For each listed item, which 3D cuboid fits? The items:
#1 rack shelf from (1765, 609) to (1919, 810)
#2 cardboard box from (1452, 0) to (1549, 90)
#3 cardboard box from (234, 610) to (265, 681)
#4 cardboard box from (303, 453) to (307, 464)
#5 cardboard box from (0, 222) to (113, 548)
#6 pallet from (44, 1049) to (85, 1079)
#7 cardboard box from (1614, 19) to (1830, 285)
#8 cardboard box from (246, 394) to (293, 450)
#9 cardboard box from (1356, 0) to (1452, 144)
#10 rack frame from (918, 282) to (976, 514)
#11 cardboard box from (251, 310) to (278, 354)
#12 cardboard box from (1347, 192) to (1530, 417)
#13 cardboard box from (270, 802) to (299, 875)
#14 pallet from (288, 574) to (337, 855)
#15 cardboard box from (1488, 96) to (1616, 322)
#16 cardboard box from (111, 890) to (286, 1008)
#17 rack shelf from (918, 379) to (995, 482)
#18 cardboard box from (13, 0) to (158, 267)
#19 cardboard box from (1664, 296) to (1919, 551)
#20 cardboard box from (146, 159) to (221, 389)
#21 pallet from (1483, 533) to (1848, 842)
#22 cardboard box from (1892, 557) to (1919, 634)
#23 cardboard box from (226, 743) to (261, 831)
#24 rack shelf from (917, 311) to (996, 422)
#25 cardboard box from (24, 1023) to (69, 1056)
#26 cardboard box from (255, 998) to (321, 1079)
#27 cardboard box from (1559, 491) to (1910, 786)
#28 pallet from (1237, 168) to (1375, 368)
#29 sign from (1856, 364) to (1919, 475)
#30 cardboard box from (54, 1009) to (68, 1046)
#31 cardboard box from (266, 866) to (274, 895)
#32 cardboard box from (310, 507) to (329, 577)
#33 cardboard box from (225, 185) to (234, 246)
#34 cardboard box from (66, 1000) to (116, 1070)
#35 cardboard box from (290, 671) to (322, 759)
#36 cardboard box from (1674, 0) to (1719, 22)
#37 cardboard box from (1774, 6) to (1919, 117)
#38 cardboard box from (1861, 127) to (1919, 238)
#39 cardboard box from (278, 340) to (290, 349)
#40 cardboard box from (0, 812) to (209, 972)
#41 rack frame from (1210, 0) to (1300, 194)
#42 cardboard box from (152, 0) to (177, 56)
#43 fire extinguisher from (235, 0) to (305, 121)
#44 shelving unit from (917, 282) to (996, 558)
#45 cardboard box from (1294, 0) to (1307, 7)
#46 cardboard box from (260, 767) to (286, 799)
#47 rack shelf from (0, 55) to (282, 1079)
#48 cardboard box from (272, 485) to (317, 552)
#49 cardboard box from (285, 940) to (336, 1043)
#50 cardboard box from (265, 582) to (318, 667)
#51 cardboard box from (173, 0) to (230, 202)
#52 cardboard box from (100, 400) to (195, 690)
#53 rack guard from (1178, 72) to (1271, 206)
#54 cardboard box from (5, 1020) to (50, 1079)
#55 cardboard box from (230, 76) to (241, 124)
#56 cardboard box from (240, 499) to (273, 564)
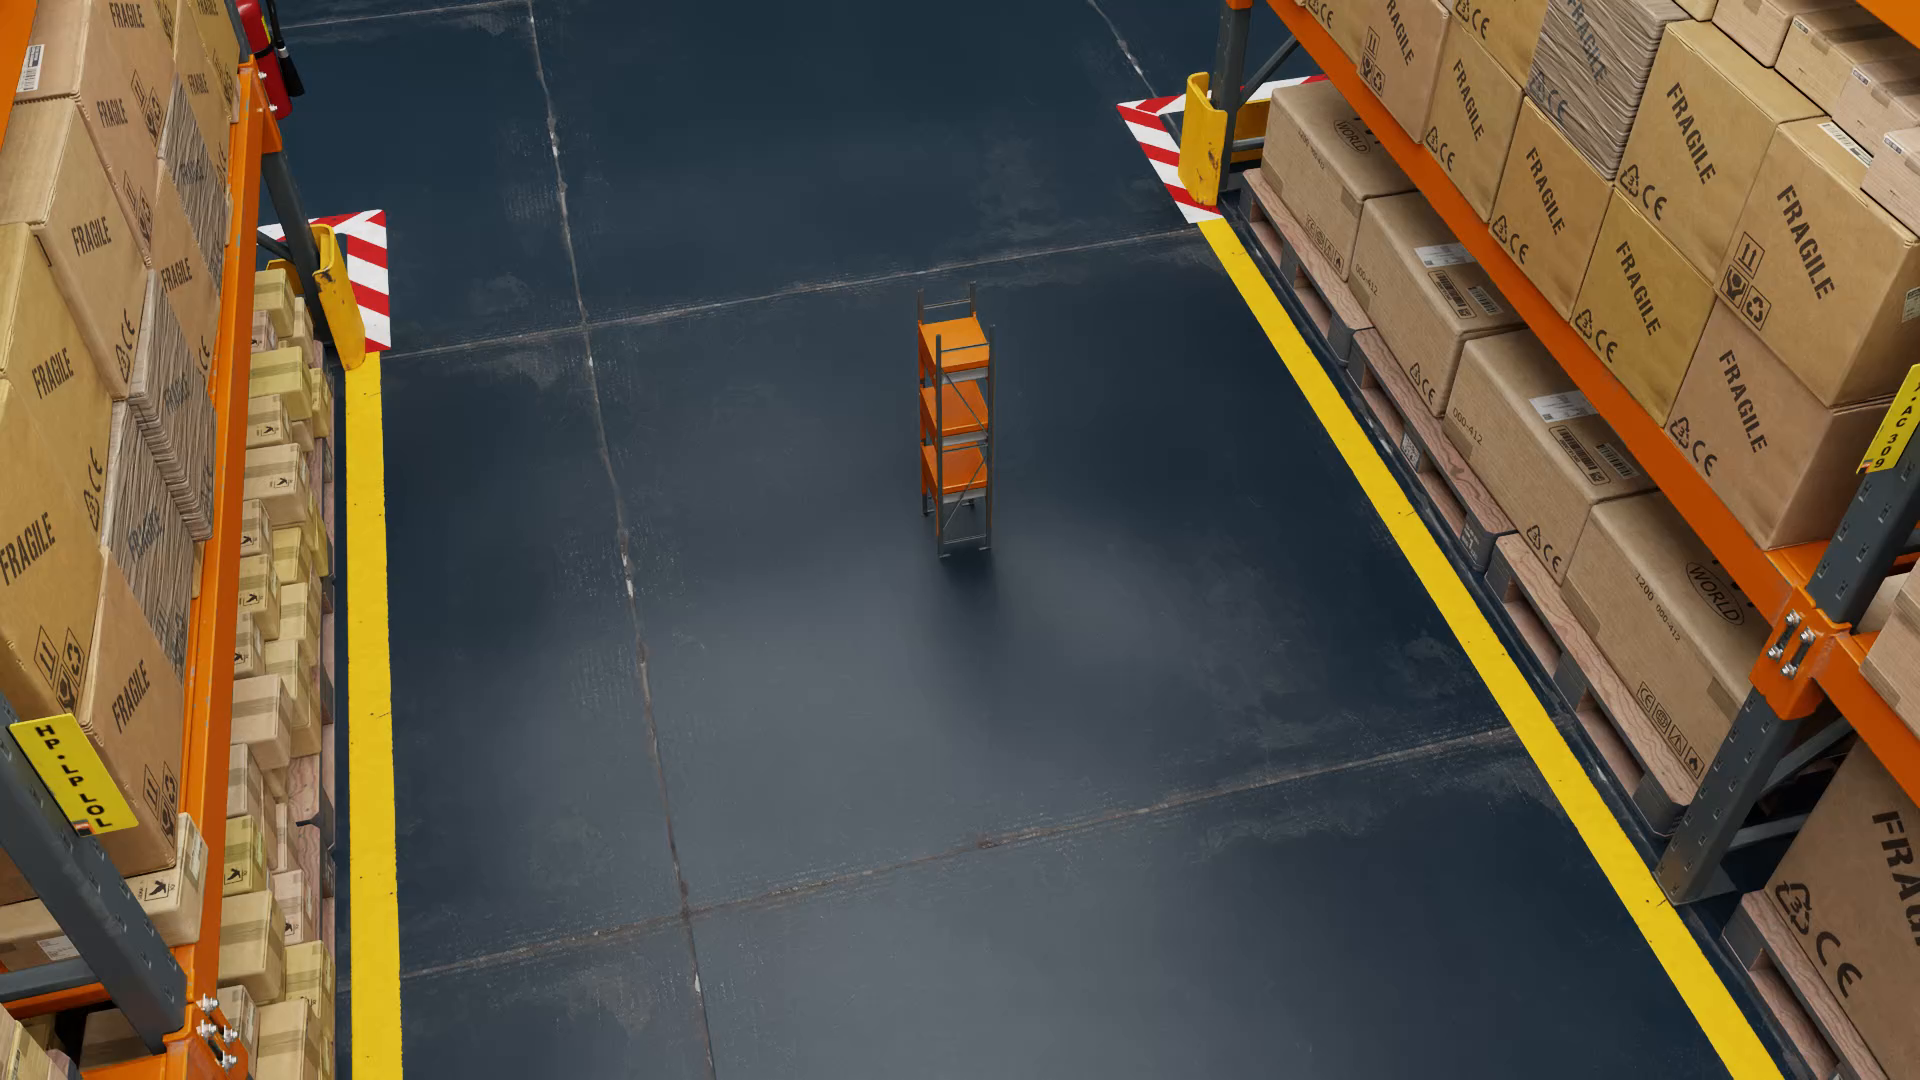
[{"bbox_3d":[3.179,1.585,3.100,1.077,0.370,4.000,-11,47,-10],"label":"rack shelf"},{"bbox_3d":[1.898,-1.757,5.102,0.500,0.500,0.500,-11,47,-10],"label":"cardboard box"},{"bbox_3d":[-2.330,0.388,5.055,0.380,0.149,0.250,-12,47,-12],"label":"cardboard box"},{"bbox_3d":[-2.631,-0.301,6.147,0.380,0.149,0.250,-11,47,-11],"label":"cardboard box"},{"bbox_3d":[-2.119,-0.273,3.439,0.500,0.500,0.500,-12,47,-12],"label":"cardboard box"},{"bbox_3d":[-2.037,1.549,2.766,1.003,0.211,1.213,-11,47,-10],"label":"pallet"},{"bbox_3d":[2.158,-1.060,4.418,0.500,0.500,0.500,-11,47,-11],"label":"cardboard box"},{"bbox_3d":[-2.532,-0.343,5.771,0.380,0.149,0.250,-12,47,-12],"label":"cardboard box"},{"bbox_3d":[1.758,-1.762,5.806,0.500,0.500,0.500,-11,47,-11],"label":"cardboard box"},{"bbox_3d":[-0.045,-0.489,5.994,0.200,1.050,0.008,-11,47,-10],"label":"rack frame"},{"bbox_3d":[-2.727,-0.689,6.110,0.380,0.149,0.250,-10,46,-10],"label":"cardboard box"},{"bbox_3d":[2.151,-0.992,6.622,0.875,0.438,0.875,-10,46,-9],"label":"cardboard box"},{"bbox_3d":[-2.170,0.956,4.915,0.380,0.149,0.250,-12,47,-11],"label":"cardboard box"},{"bbox_3d":[-2.614,0.602,5.512,1.003,0.211,1.213,-11,47,-10],"label":"pallet"},{"bbox_3d":[2.022,-1.055,5.113,0.500,0.500,0.500,-11,47,-11],"label":"cardboard box"},{"bbox_3d":[-1.993,1.093,4.364,0.380,0.149,0.250,-9,46,-8],"label":"cardboard box"},{"bbox_3d":[-0.014,-0.397,5.919,0.215,0.259,0.240,-11,47,-10],"label":"rack shelf"},{"bbox_3d":[-2.348,-0.981,4.133,0.500,0.500,0.500,-12,47,-12],"label":"cardboard box"},{"bbox_3d":[2.302,-0.356,4.429,0.500,0.500,0.500,-10,46,-10],"label":"cardboard box"},{"bbox_3d":[-2.368,-0.659,4.518,0.500,0.500,0.500,-9,46,-8],"label":"cardboard box"},{"bbox_3d":[2.548,0.389,5.721,1.003,0.211,1.213,-11,47,-10],"label":"pallet"},{"bbox_3d":[2.507,0.185,3.723,0.500,0.250,0.500,-12,47,-11],"label":"cardboard box"},{"bbox_3d":[-2.194,0.752,4.699,0.380,0.149,0.250,-12,47,-11],"label":"cardboard box"},{"bbox_3d":[-0.014,-0.596,5.716,0.215,0.259,0.240,-11,47,-10],"label":"rack shelf"},{"bbox_3d":[-2.435,1.372,4.091,0.380,0.149,0.250,-9,46,-9],"label":"cardboard box"},{"bbox_3d":[-1.875,1.365,4.306,0.380,0.149,0.250,-9,46,-8],"label":"cardboard box"},{"bbox_3d":[2.610,0.249,5.406,0.875,0.438,0.875,-11,47,-11],"label":"cardboard box"},{"bbox_3d":[1.924,-1.295,7.372,1.003,0.211,1.213,-11,47,-10],"label":"pallet"},{"bbox_3d":[2.131,-0.276,3.758,0.100,0.325,0.005,-11,47,-10],"label":"sign"},{"bbox_3d":[-2.561,1.330,4.340,0.380,0.149,0.250,-13,47,-12],"label":"cardboard box"},{"bbox_3d":[-2.124,1.045,4.619,0.380,0.149,0.250,-11,47,-11],"label":"cardboard box"},{"bbox_3d":[-2.430,0.032,5.821,0.380,0.149,0.250,-13,47,-12],"label":"cardboard box"},{"bbox_3d":[-2.565,-1.052,5.357,0.380,0.149,0.250,-10,46,-9],"label":"cardboard box"},{"bbox_3d":[-2.507,1.375,4.504,0.380,0.149,0.250,-10,46,-9],"label":"cardboard box"},{"bbox_3d":[-2.246,0.580,5.284,0.380,0.149,0.250,-12,47,-11],"label":"cardboard box"},{"bbox_3d":[2.083,-1.528,4.423,0.380,0.149,0.250,-11,47,-11],"label":"cardboard box"},{"bbox_3d":[2.264,-1.190,4.092,0.380,0.149,0.250,-11,47,-10],"label":"cardboard box"},{"bbox_3d":[2.281,-0.814,3.723,0.380,0.149,0.250,-12,47,-11],"label":"cardboard box"},{"bbox_3d":[-2.690,-0.585,6.217,0.380,0.149,0.250,-12,47,-11],"label":"cardboard box"},{"bbox_3d":[-1.848,0.760,3.581,0.380,0.149,0.250,-9,46,-9],"label":"cardboard box"},{"bbox_3d":[1.643,-2.809,6.903,1.000,3.000,0.127,-11,47,-10],"label":"rack frame"},{"bbox_3d":[-2.629,-1.703,4.841,0.500,0.500,0.500,-12,47,-12],"label":"cardboard box"},{"bbox_3d":[-2.734,-1.935,6.361,0.296,0.674,0.183,-11,47,-10],"label":"fire extinguisher"},{"bbox_3d":[-0.014,-0.404,5.911,0.215,1.050,0.252,-11,47,-10],"label":"shelving unit"},{"bbox_3d":[1.489,-2.460,6.491,0.500,0.500,0.500,-11,47,-11],"label":"cardboard box"},{"bbox_3d":[-2.238,0.664,4.993,0.380,0.149,0.250,-9,46,-8],"label":"cardboard box"},{"bbox_3d":[-2.604,-0.202,4.851,1.077,0.370,4.000,-11,47,-10],"label":"rack shelf"},{"bbox_3d":[-2.425,-0.062,5.704,0.380,0.149,0.250,-10,46,-10],"label":"cardboard box"},{"bbox_3d":[-1.943,1.284,4.593,0.380,0.149,0.250,-9,46,-9],"label":"cardboard box"},{"bbox_3d":[-2.280,0.304,5.346,0.380,0.149,0.250,-10,46,-10],"label":"cardboard box"},{"bbox_3d":[-2.625,-1.354,5.198,0.500,0.500,0.500,-11,47,-11],"label":"cardboard box"},{"bbox_3d":[-2.109,0.060,3.813,0.500,0.500,0.500,-11,47,-10],"label":"cardboard box"},{"bbox_3d":[1.637,-1.951,7.812,1.175,0.500,0.348,-11,47,-10],"label":"rack guard"},{"bbox_3d":[-1.799,1.003,2.841,0.380,0.149,0.250,-9,46,-9],"label":"cardboard box"},{"bbox_3d":[-2.759,-1.573,5.867,0.380,0.149,0.250,-11,47,-10],"label":"cardboard box"},{"bbox_3d":[-2.450,0.035,5.401,0.380,0.149,0.250,-12,47,-12],"label":"cardboard box"}]
